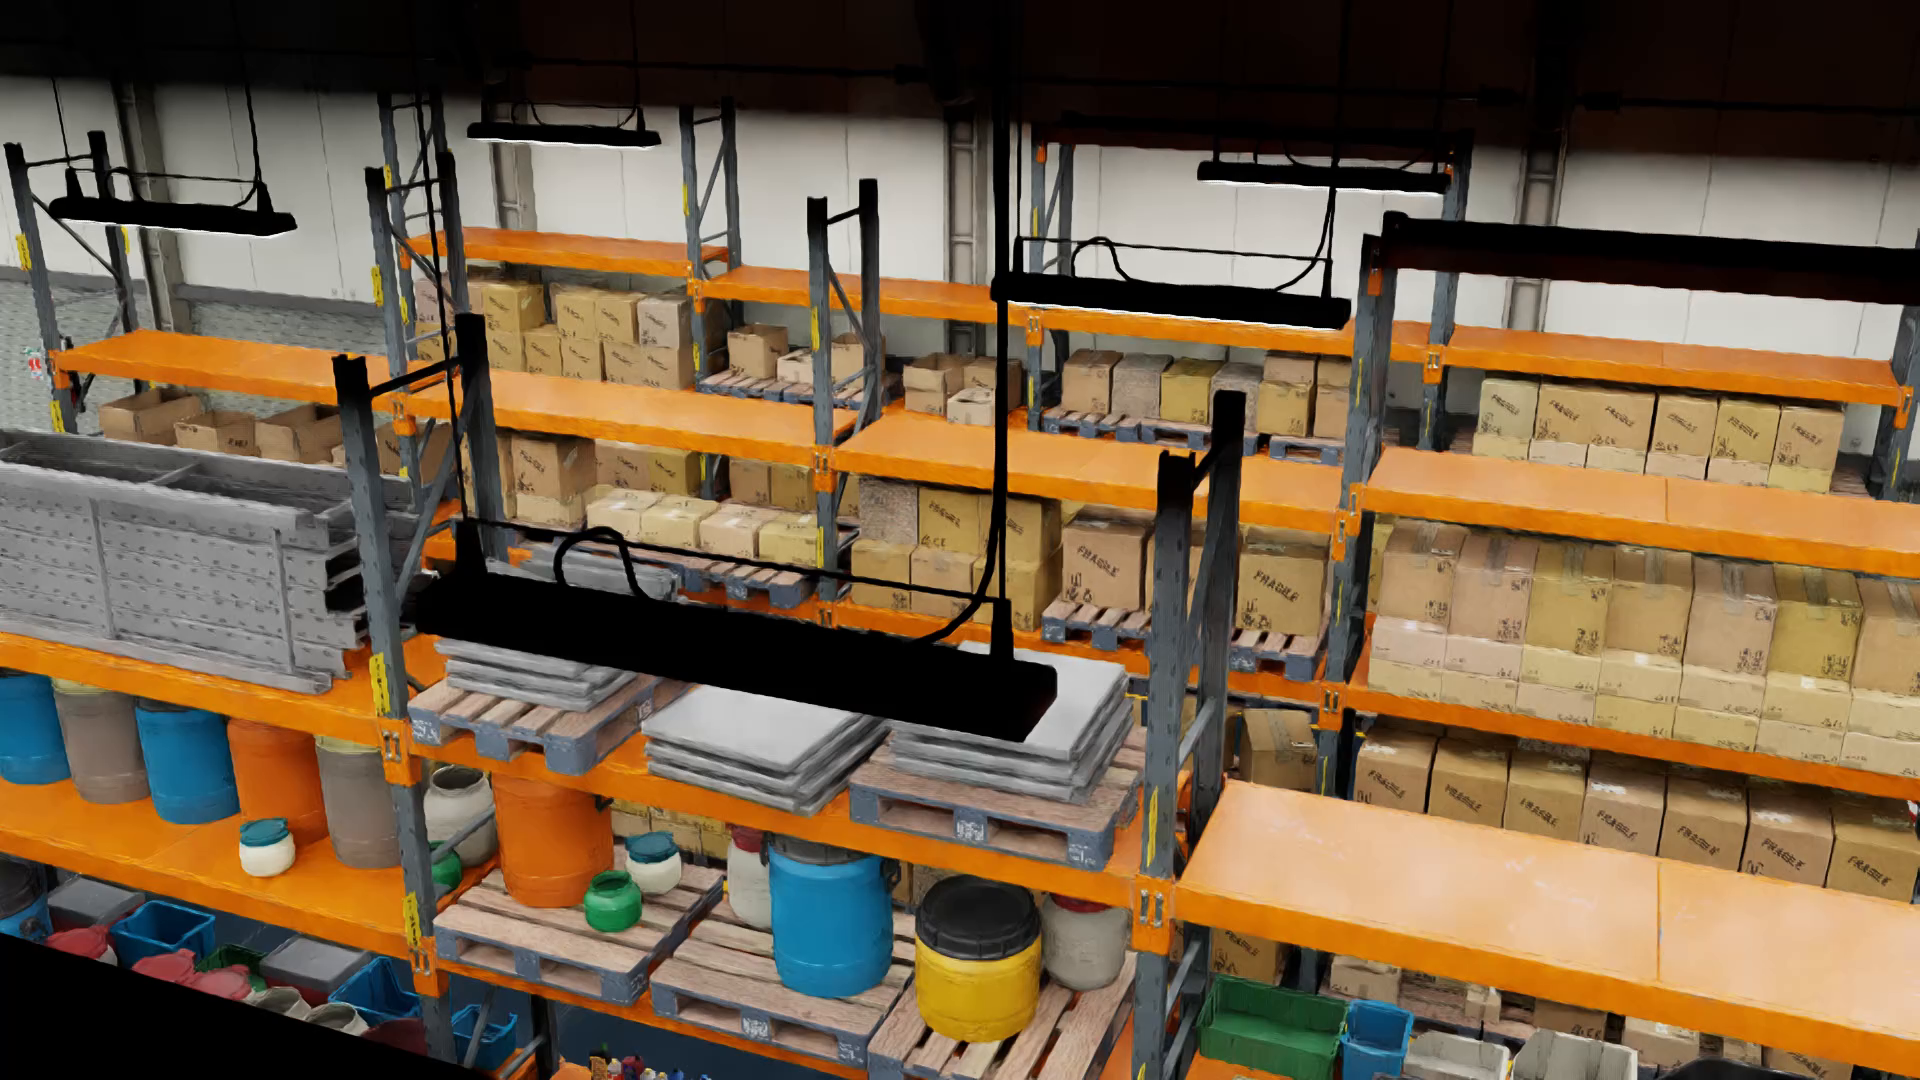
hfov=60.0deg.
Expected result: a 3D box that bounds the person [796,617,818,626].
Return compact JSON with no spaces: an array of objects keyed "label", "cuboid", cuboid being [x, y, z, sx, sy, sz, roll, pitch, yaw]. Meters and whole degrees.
[{"label":"person","cuboid":[-1.411,1.426,16.365,1.086,1.589,0.495,9,23,22]}]
